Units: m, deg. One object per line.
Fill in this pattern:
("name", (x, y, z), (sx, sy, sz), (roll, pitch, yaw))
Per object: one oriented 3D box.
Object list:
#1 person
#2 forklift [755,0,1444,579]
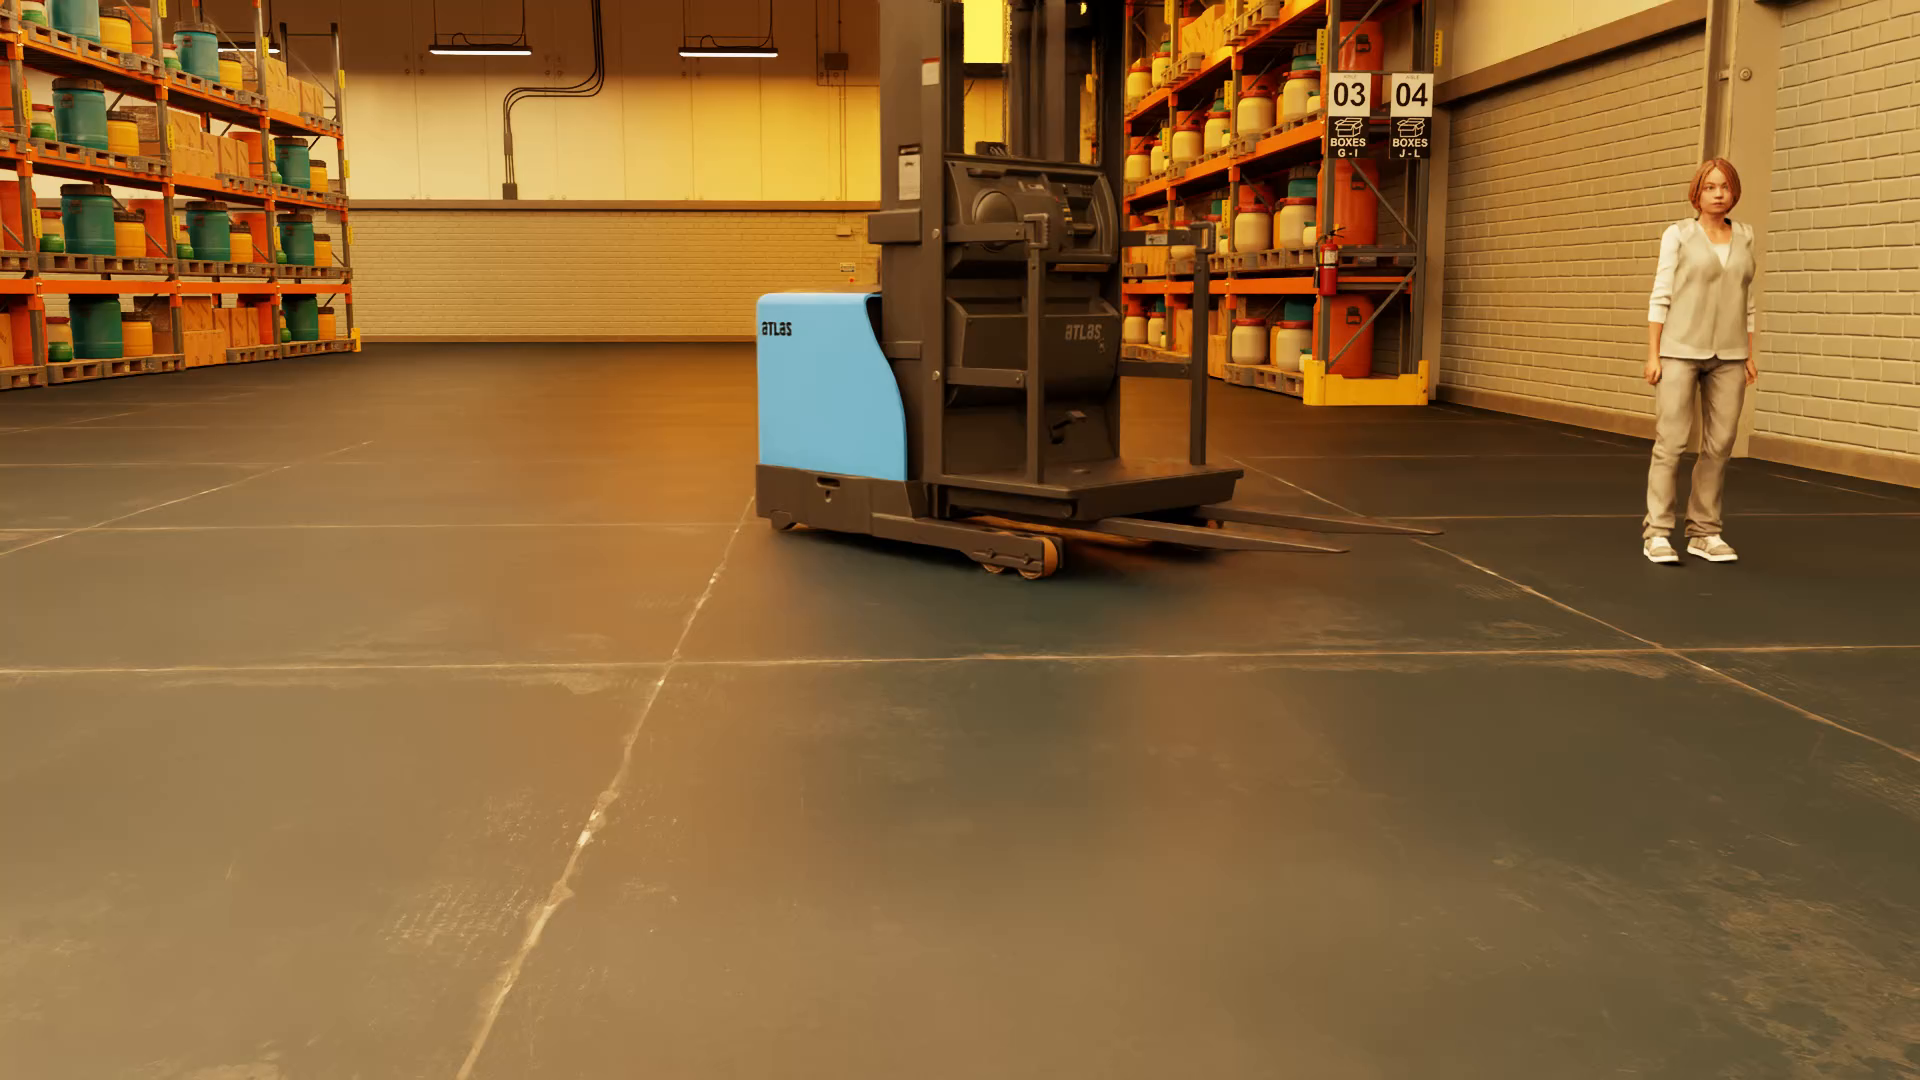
("person", (2.973, -0.712, 6.660), (0.444, 1.602, 0.329), (0, 8, 0))
("forklift", (0.455, -1.385, 6.656), (1.130, 2.935, 3.031), (-8, 12, -43))
